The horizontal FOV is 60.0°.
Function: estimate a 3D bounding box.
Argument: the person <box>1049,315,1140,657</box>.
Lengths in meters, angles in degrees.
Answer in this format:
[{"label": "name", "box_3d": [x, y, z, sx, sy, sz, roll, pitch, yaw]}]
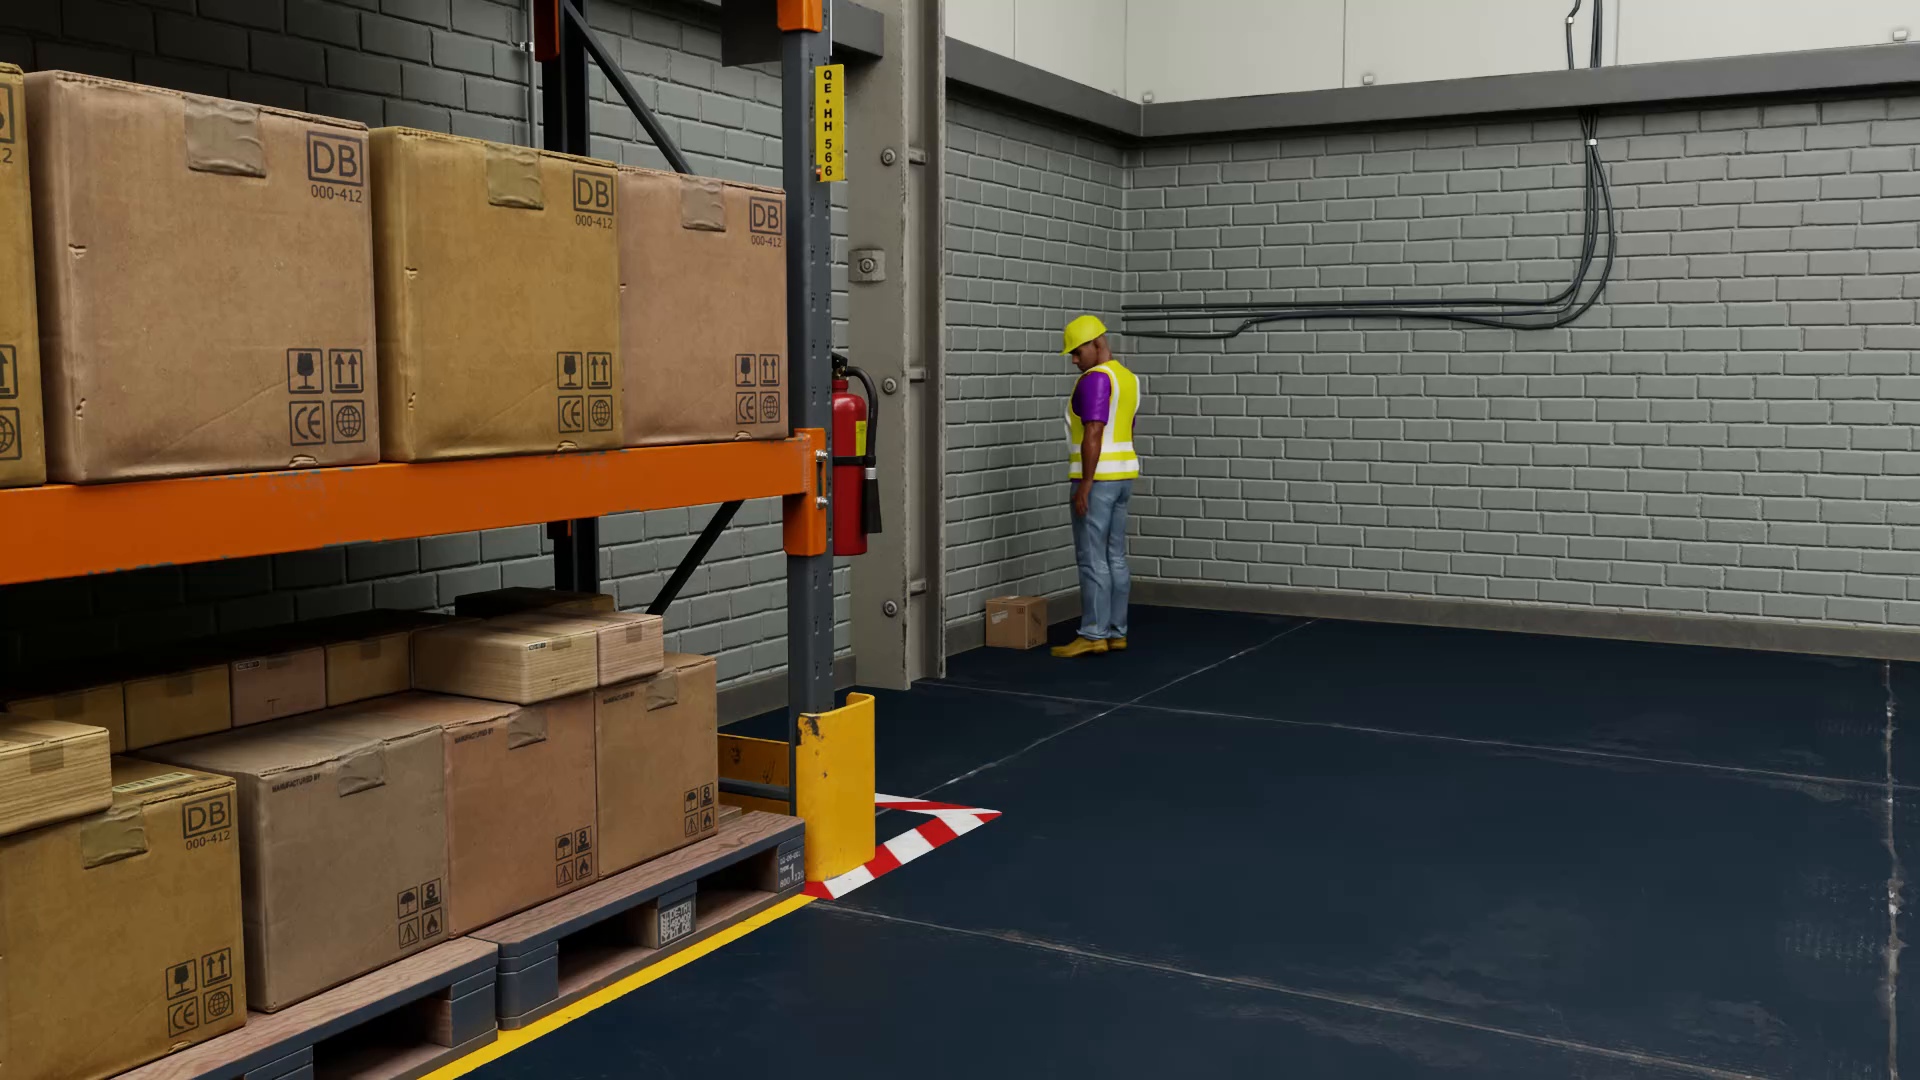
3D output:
[{"label": "person", "box_3d": [0.738, -0.288, 8.782, 0.385, 1.782, 0.669, 4, 7, 32]}]
